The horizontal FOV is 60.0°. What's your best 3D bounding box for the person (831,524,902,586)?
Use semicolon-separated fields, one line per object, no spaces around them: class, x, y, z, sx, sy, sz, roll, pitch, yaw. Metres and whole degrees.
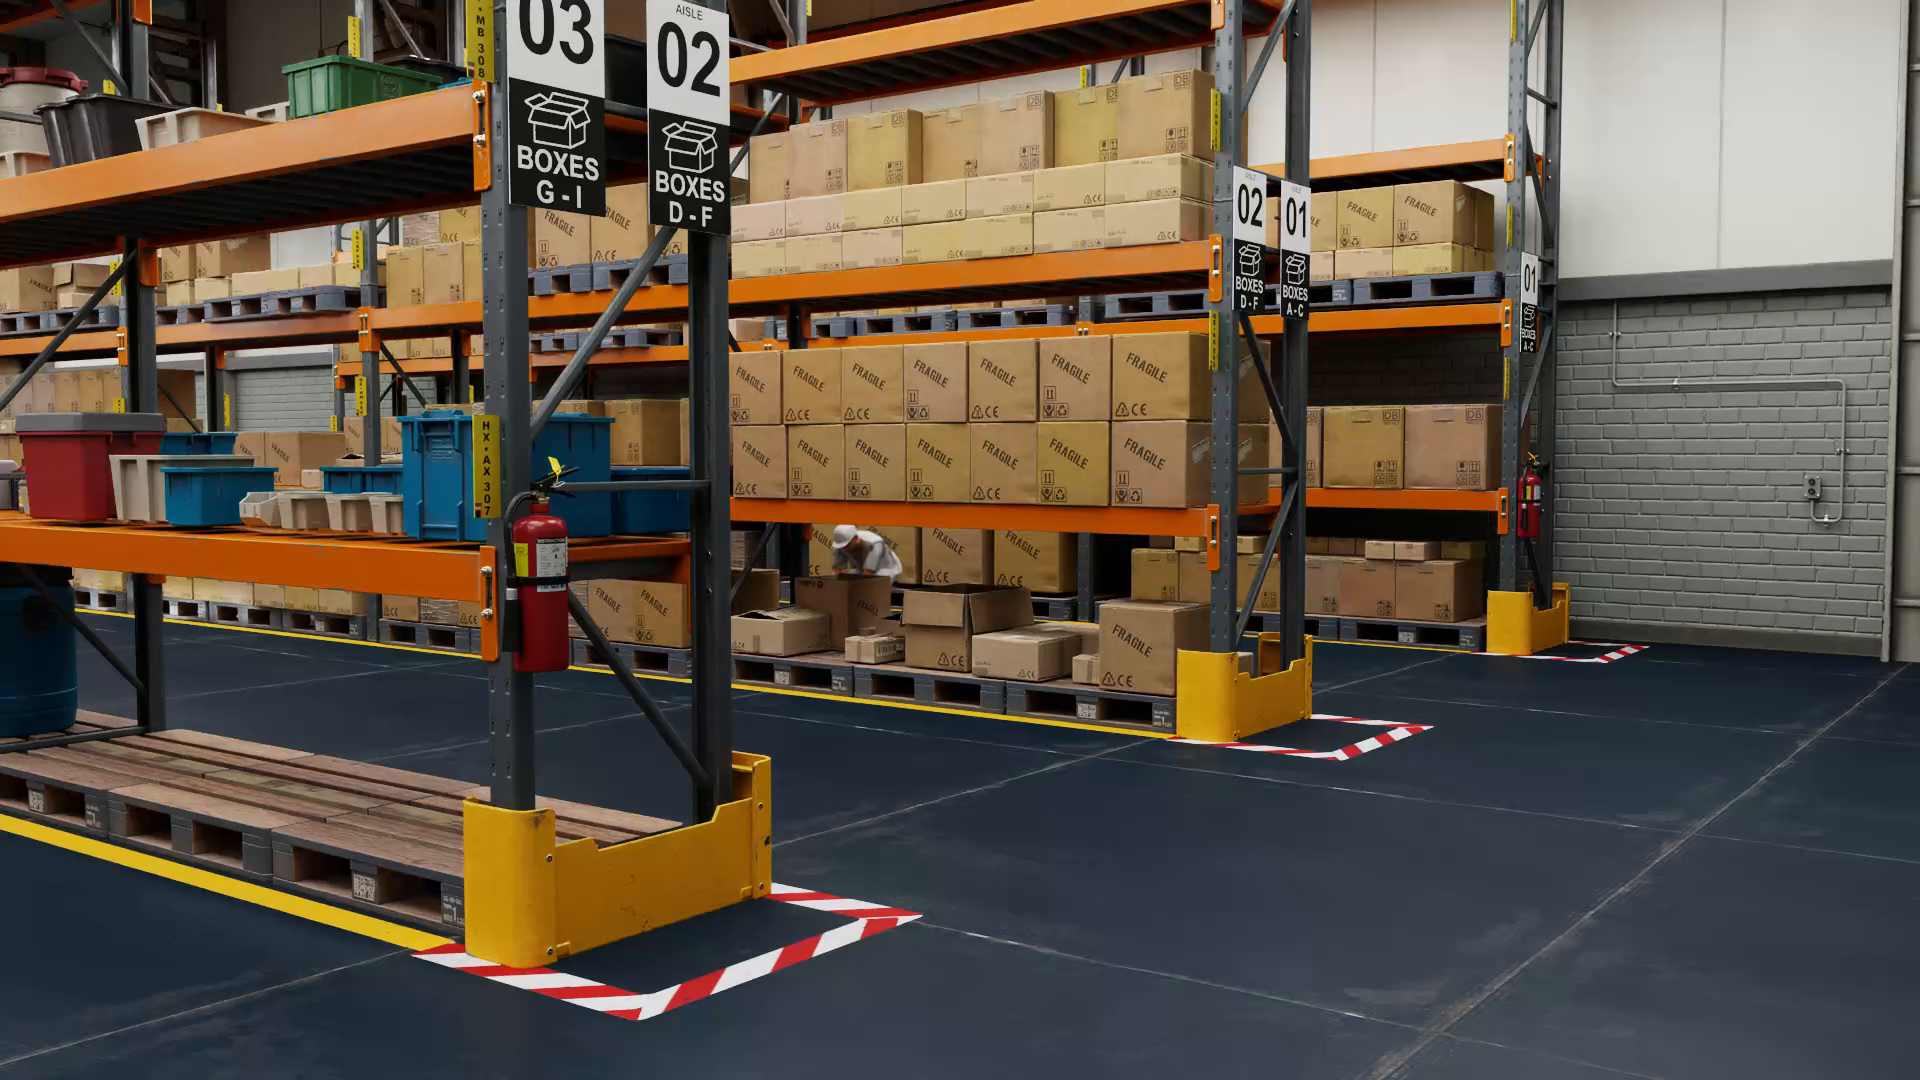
person;-0.867;0.319;15.030;0.537;1.006;0.870;2;4;35
